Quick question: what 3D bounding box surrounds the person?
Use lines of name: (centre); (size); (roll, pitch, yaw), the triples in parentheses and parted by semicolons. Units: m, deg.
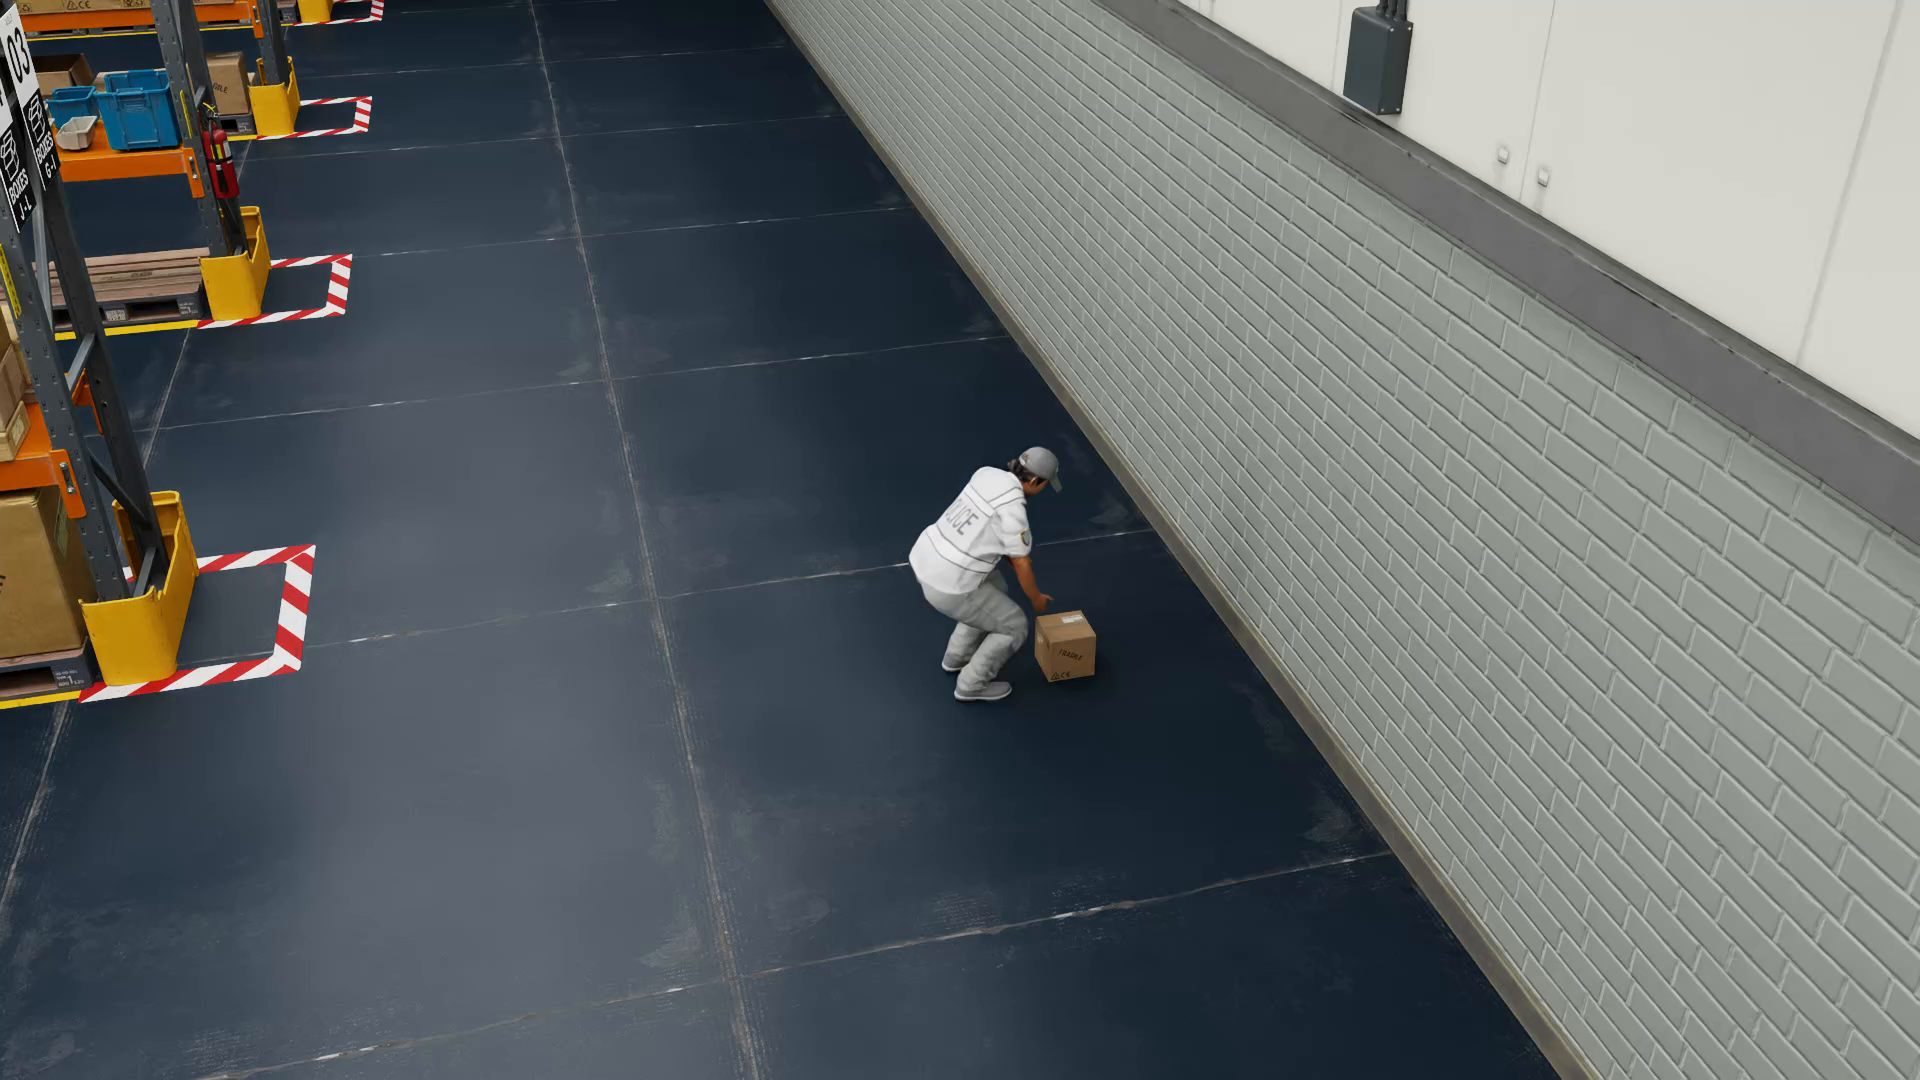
person: (0.134, 0.150, 8.349); (0.774, 1.294, 0.536); (-8, 31, -13)
